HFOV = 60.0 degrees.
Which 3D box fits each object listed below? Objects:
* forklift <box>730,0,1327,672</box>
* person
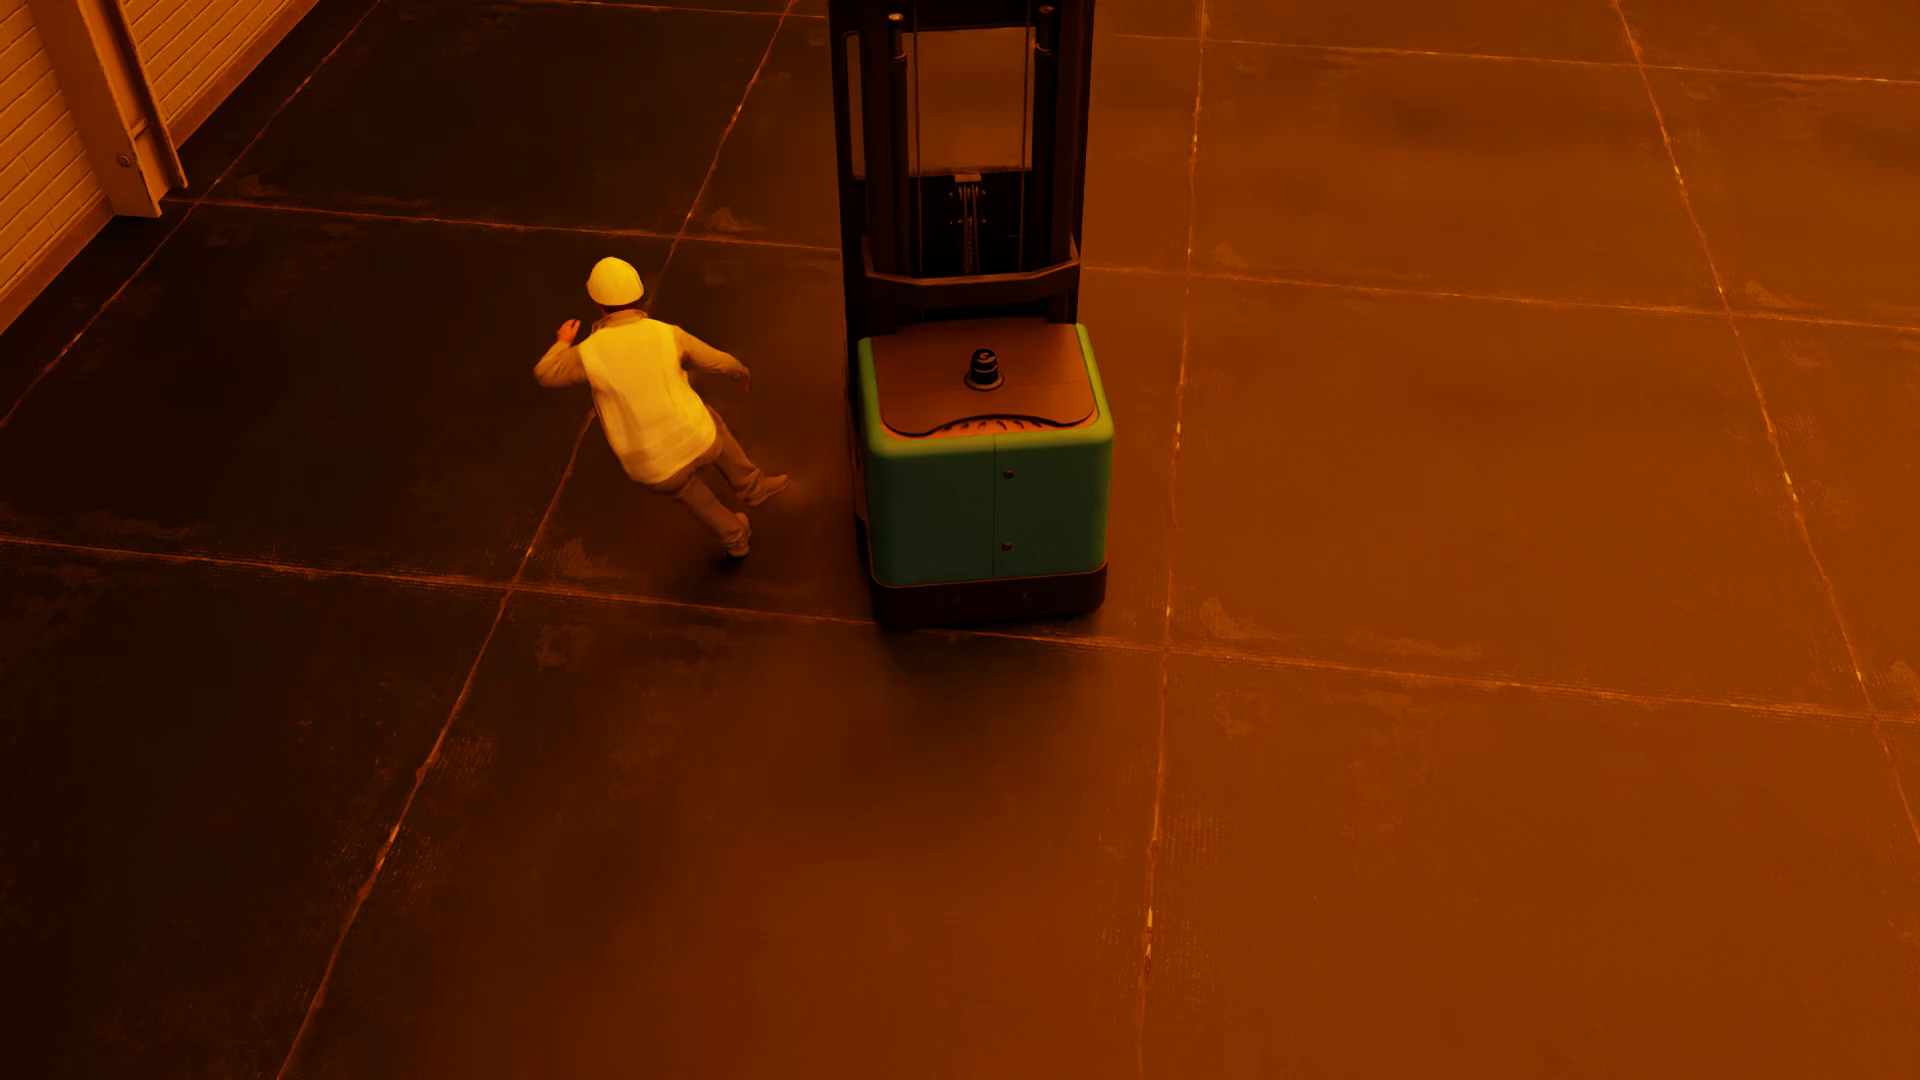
[{"bbox_3d":[0.479,-1.336,7.179,3.031,2.935,1.130,-28,49,-27],"label":"forklift"},{"bbox_3d":[-3.141,-0.114,6.719,0.734,1.757,0.509,-17,45,-18],"label":"person"}]
